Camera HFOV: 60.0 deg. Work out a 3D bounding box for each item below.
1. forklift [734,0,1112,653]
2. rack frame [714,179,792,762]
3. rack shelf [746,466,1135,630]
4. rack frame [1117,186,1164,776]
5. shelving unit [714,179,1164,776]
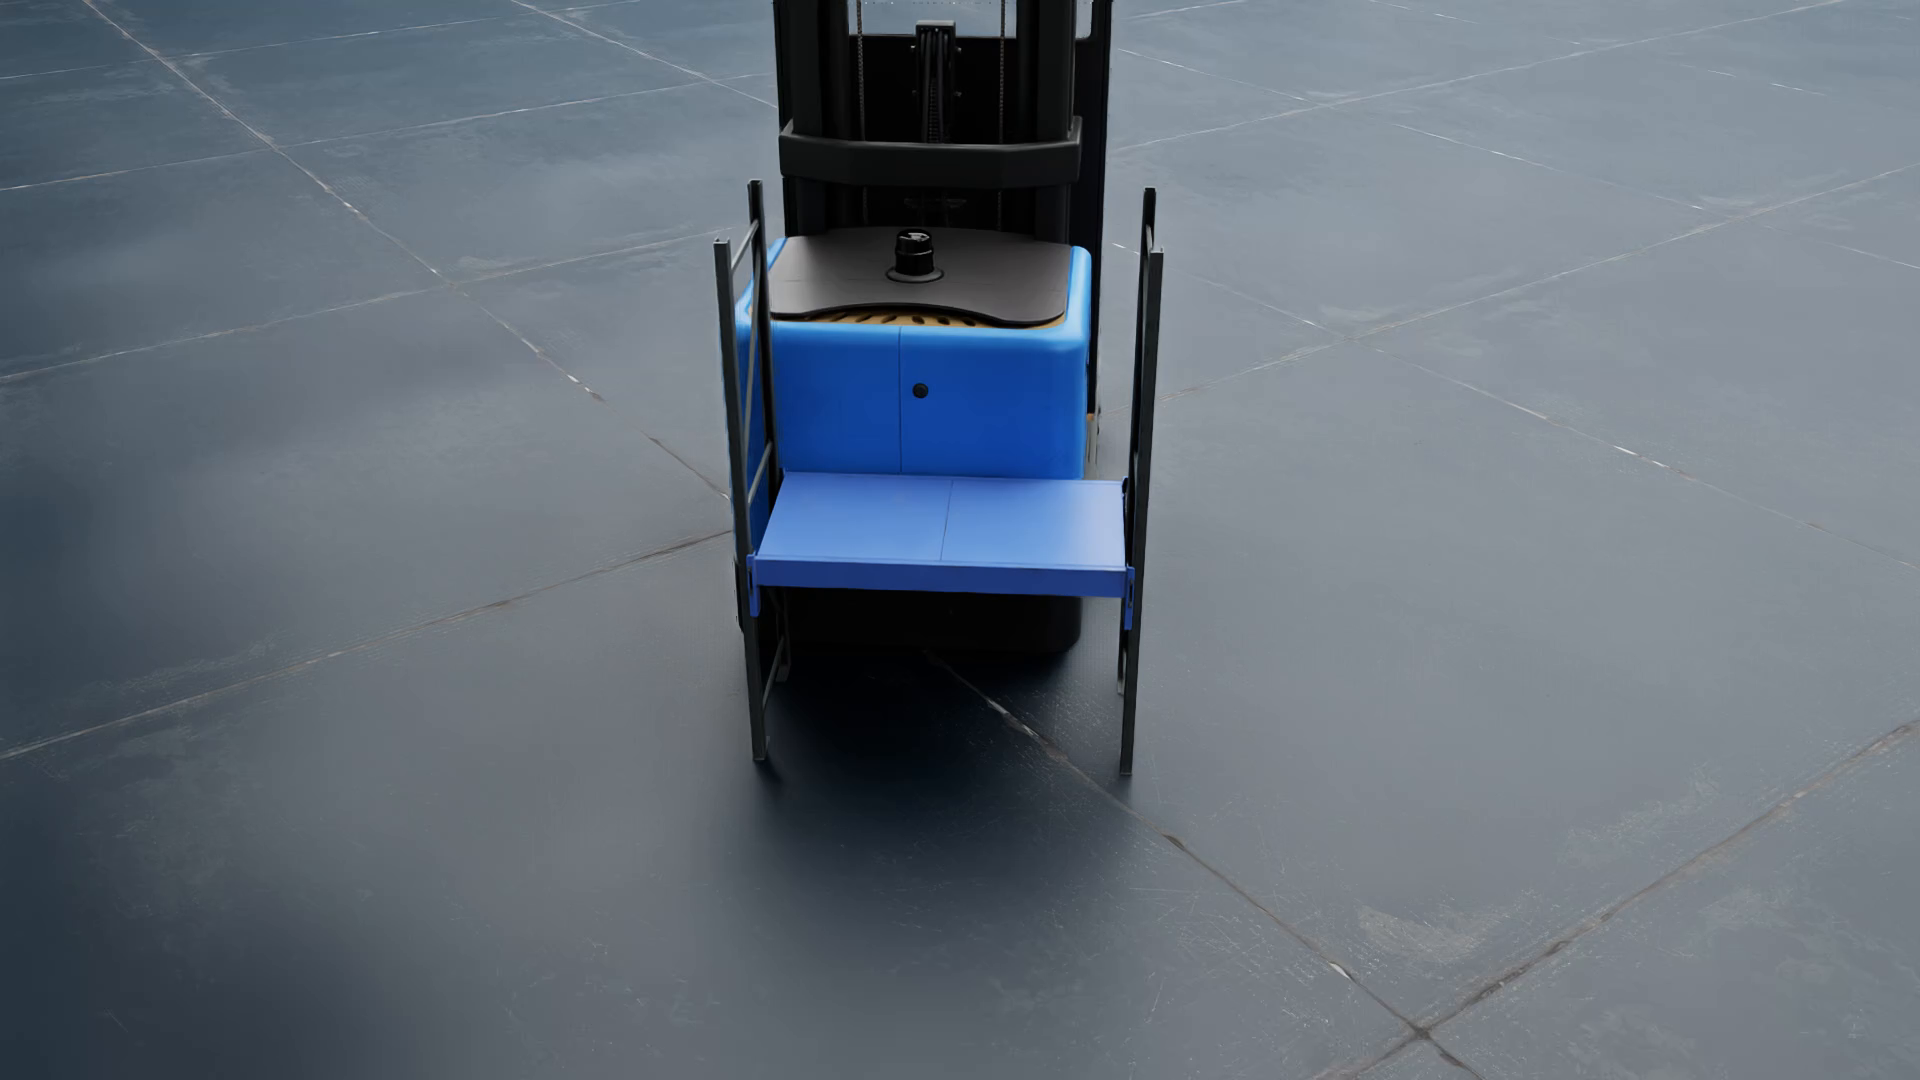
[{"bbox_3d":[-0.033,-1.624,5.670,1.130,2.935,3.031,2,29,4],"label":"forklift"},{"bbox_3d":[-0.544,-0.161,4.467,0.032,1.500,0.500,2,29,3],"label":"rack frame"},{"bbox_3d":[-0.036,0.012,4.526,1.000,0.185,0.538,2,29,3],"label":"rack shelf"},{"bbox_3d":[0.471,-0.129,4.408,0.032,1.500,0.500,2,29,3],"label":"rack frame"},{"bbox_3d":[-0.037,-0.145,4.437,1.048,1.500,0.538,2,29,3],"label":"shelving unit"}]
